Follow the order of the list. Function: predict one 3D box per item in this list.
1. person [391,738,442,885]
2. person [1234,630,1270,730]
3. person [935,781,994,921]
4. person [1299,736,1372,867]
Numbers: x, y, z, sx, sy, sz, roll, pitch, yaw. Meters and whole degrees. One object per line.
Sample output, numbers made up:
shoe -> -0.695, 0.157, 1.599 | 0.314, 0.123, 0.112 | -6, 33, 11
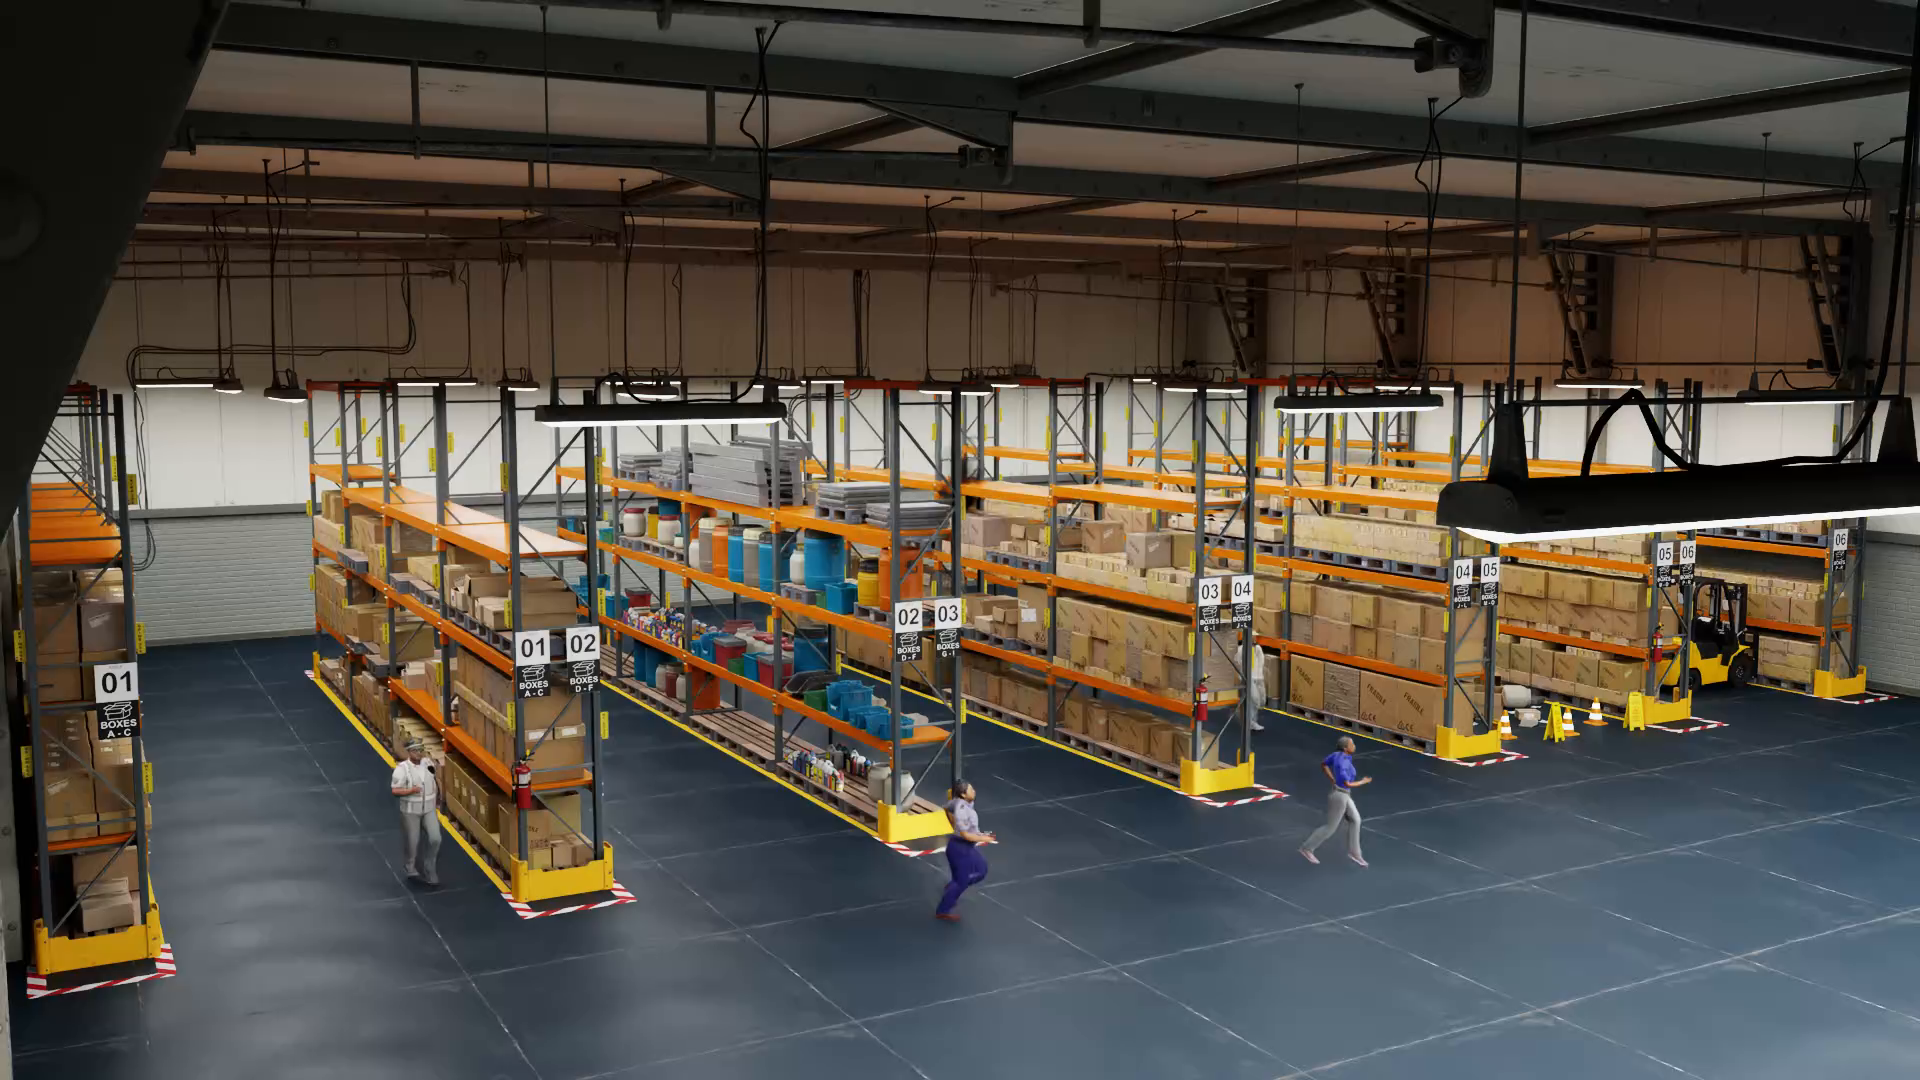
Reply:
person -> -6.587, 3.314, 20.246 | 0.642, 1.838, 0.730 | -5, 8, -37
person -> 5.025, 2.407, 28.814 | 0.685, 1.734, 0.667 | -5, 8, -39
person -> 0.059, 3.522, 18.966 | 0.669, 1.601, 0.626 | 0, 6, 2
person -> 4.722, 3.292, 20.930 | 0.896, 1.698, 0.587 | 1, 6, 8
